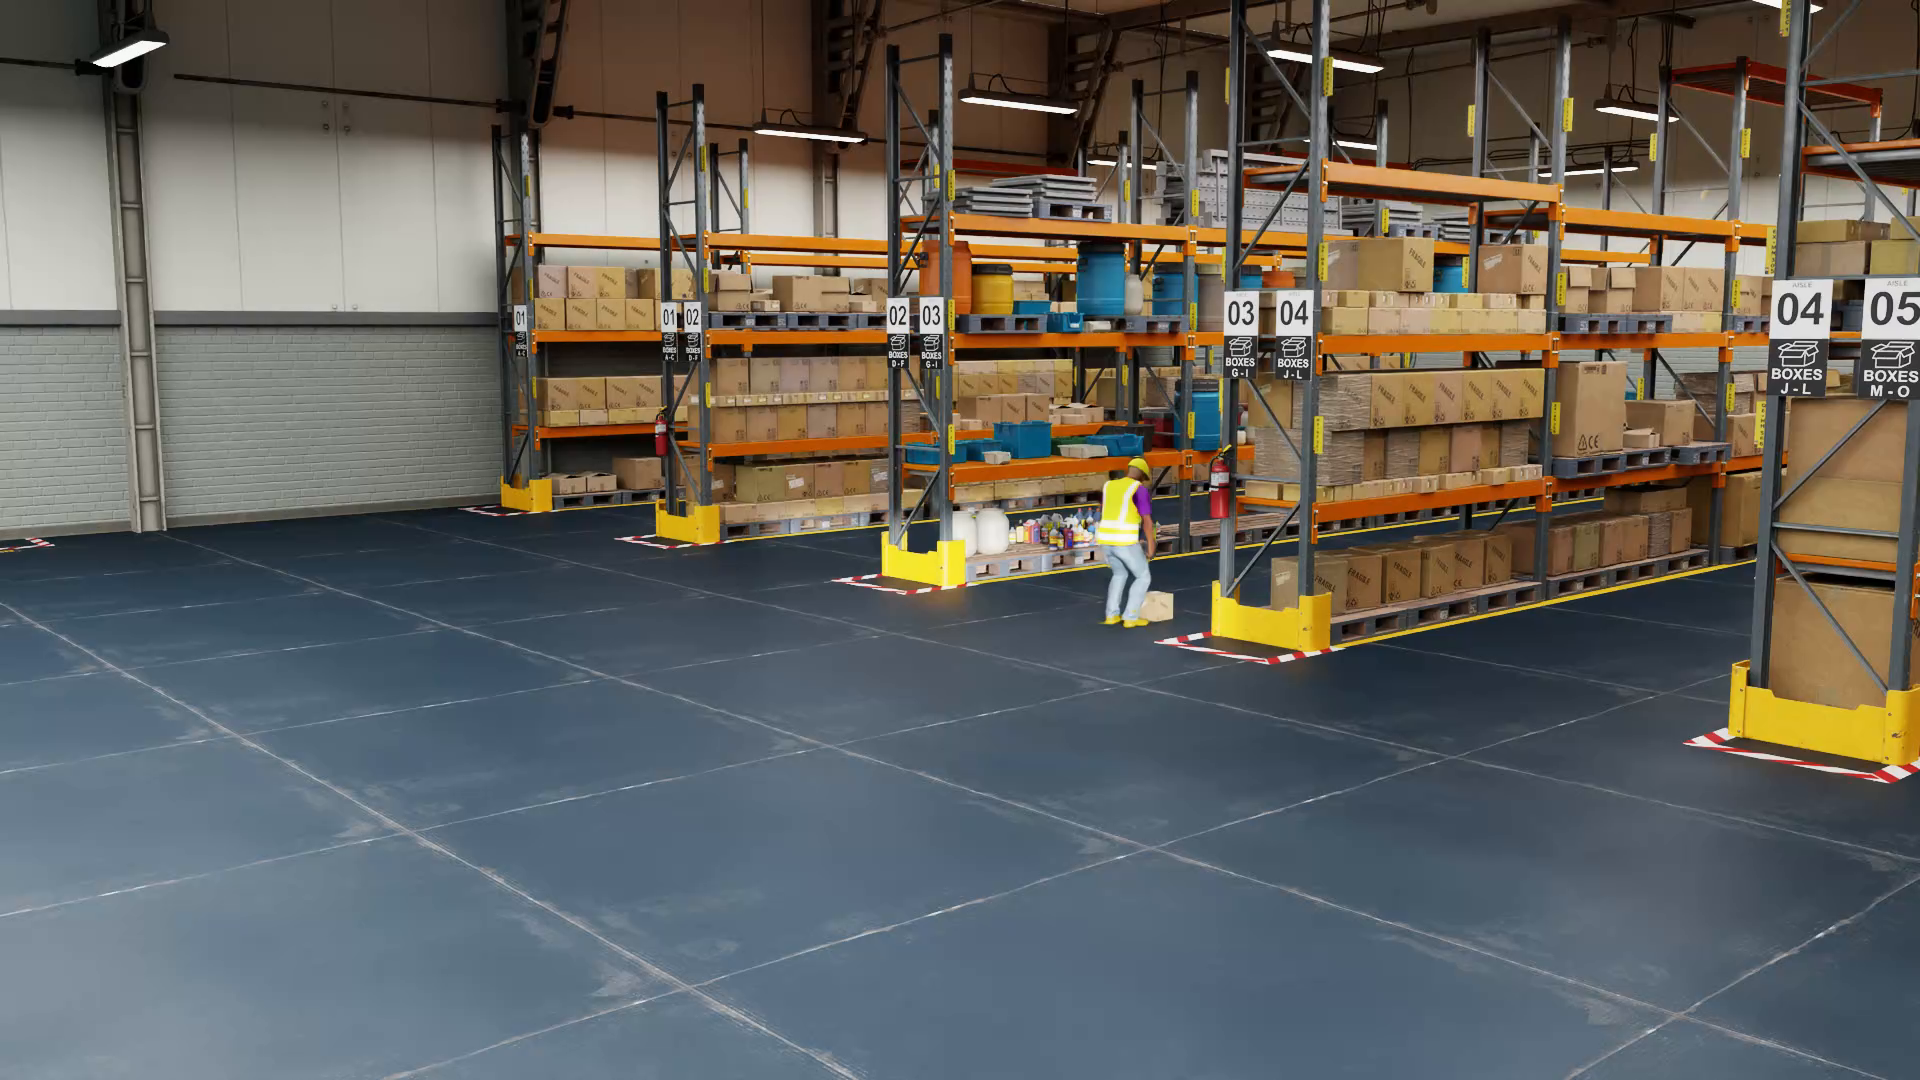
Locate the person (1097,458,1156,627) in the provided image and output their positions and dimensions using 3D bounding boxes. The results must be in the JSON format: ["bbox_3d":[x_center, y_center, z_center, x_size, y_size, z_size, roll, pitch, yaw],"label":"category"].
[{"bbox_3d":[1.609,0.016,16.168,0.599,1.613,0.616,-6,10,-40],"label":"person"}]
